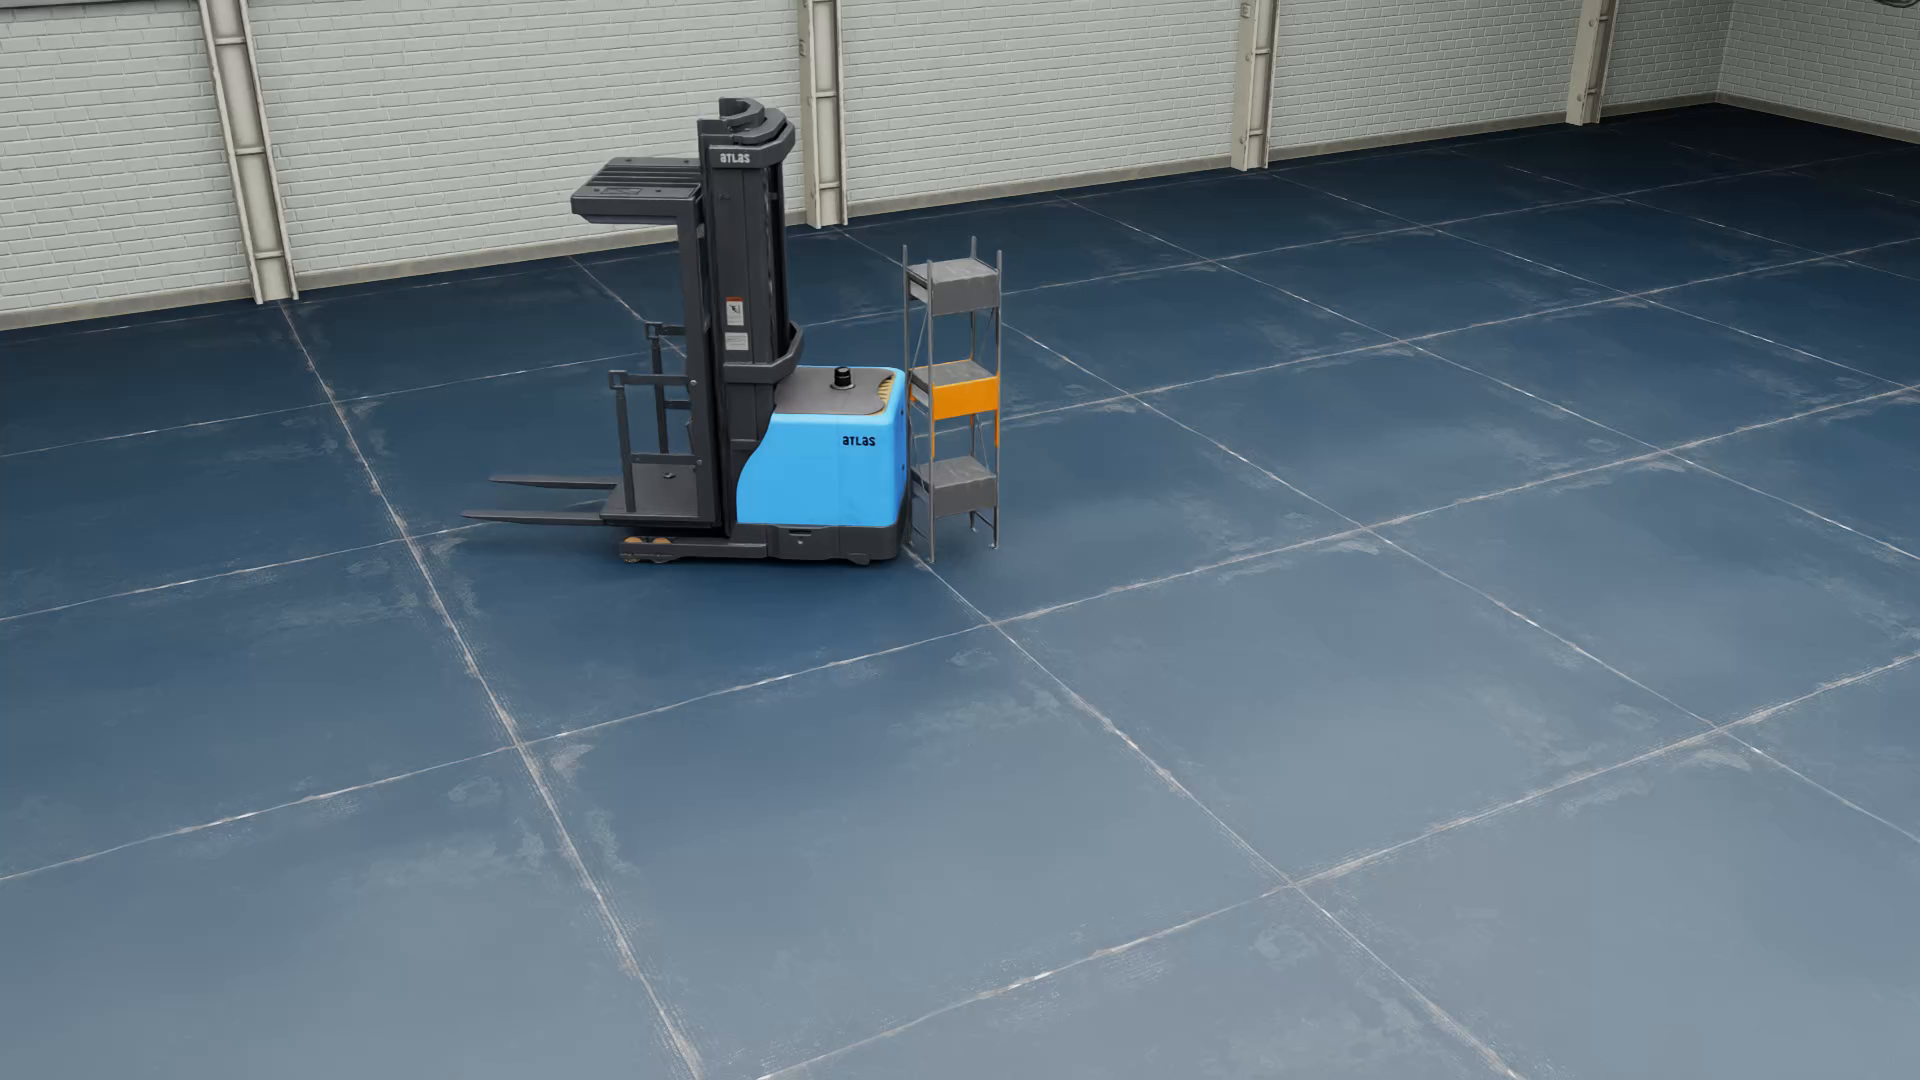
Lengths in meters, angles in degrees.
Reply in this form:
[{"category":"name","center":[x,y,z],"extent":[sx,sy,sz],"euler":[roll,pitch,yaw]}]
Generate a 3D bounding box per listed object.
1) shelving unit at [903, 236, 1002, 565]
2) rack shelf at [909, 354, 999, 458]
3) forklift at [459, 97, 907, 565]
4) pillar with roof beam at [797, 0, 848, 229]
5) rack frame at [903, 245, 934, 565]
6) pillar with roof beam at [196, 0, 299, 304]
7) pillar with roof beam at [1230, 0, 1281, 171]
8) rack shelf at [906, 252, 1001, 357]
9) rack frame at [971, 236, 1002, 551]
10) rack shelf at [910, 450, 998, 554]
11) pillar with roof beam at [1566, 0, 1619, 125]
[{"category":"shelving unit","center":[-0.050,-0.906,11.013],"extent":[0.503,2.100,0.431],"euler":[-12,28,-23]},{"category":"rack shelf","center":[-0.050,-0.893,11.019],"extent":[0.480,0.518,0.431],"euler":[-12,28,-23]},{"category":"forklift","center":[-1.899,-1.390,11.062],"extent":[3.031,2.935,1.130],"euler":[2,26,3]},{"category":"pillar with roof beam","center":[0.494,-6.055,13.767],"extent":[0.400,9.000,9.100],"euler":[-13,29,-25]},{"category":"rack frame","center":[-0.269,-0.859,10.916],"extent":[0.015,2.100,0.400],"euler":[-12,28,-23]},{"category":"pillar with roof beam","center":[-4.800,-4.833,11.221],"extent":[0.400,9.000,9.100],"euler":[-13,29,-25]},{"category":"pillar with roof beam","center":[5.788,-7.277,16.312],"extent":[0.400,9.000,9.100],"euler":[-13,29,-25]},{"category":"rack shelf","center":[-0.050,-1.524,10.716],"extent":[0.480,0.518,0.431],"euler":[-12,28,-23]},{"category":"rack frame","center":[0.169,-0.952,11.109],"extent":[0.015,2.100,0.400],"euler":[-12,28,-23]},{"category":"rack shelf","center":[-0.050,-0.262,11.321],"extent":[0.480,0.518,0.431],"euler":[-12,28,-23]},{"category":"pillar with roof beam","center":[11.082,-8.499,18.857],"extent":[0.400,9.000,9.100],"euler":[-13,29,-25]}]
